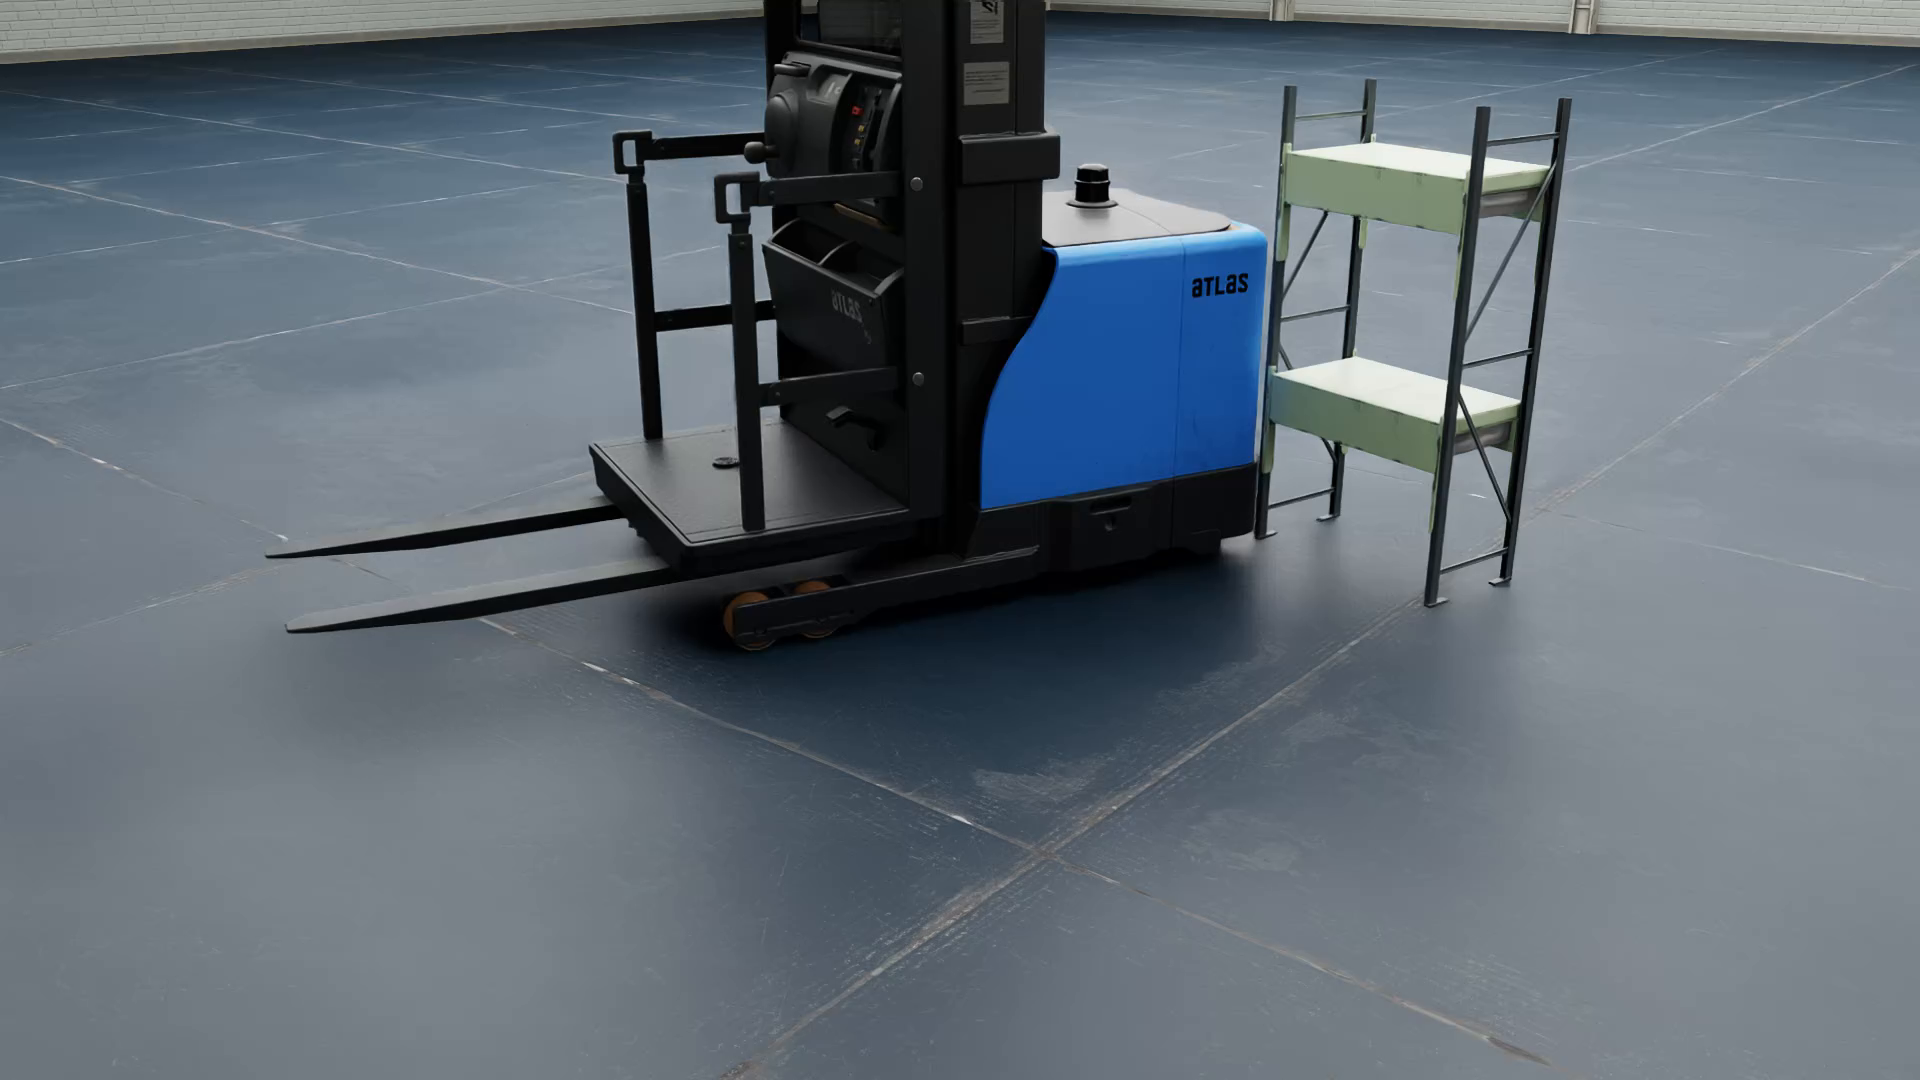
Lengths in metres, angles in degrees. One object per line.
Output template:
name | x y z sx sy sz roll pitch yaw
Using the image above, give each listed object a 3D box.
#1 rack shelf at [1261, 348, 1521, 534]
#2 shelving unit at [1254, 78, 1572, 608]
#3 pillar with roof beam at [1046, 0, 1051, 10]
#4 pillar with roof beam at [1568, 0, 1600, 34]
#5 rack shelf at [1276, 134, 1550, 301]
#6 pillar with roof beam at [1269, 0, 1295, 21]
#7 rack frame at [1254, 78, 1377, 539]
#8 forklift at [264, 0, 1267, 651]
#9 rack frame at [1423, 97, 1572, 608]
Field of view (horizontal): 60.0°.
rack shelf | 1.388 -0.338 5.362 0.431 0.370 0.720 -14 25 -33
shelving unit | 1.388 -0.643 5.247 0.431 1.500 0.755 -14 25 -33
pillar with roof beam | -0.972 -14.709 31.921 0.400 9.000 9.100 16 26 36
pillar with roof beam | 8.324 -12.032 24.821 0.400 9.000 9.100 16 26 36
rack shelf | 1.388 -1.008 5.109 0.431 0.370 0.720 -14 25 -33
pillar with roof beam | 3.676 -13.371 28.371 0.400 9.000 9.100 16 26 36
rack frame | 1.177 -0.748 5.526 0.400 1.500 0.023 -14 25 -33
forklift | -0.569 -1.263 4.863 3.031 2.935 1.130 -10 23 -25
rack frame | 1.600 -0.537 4.967 0.400 1.500 0.023 -14 25 -33
